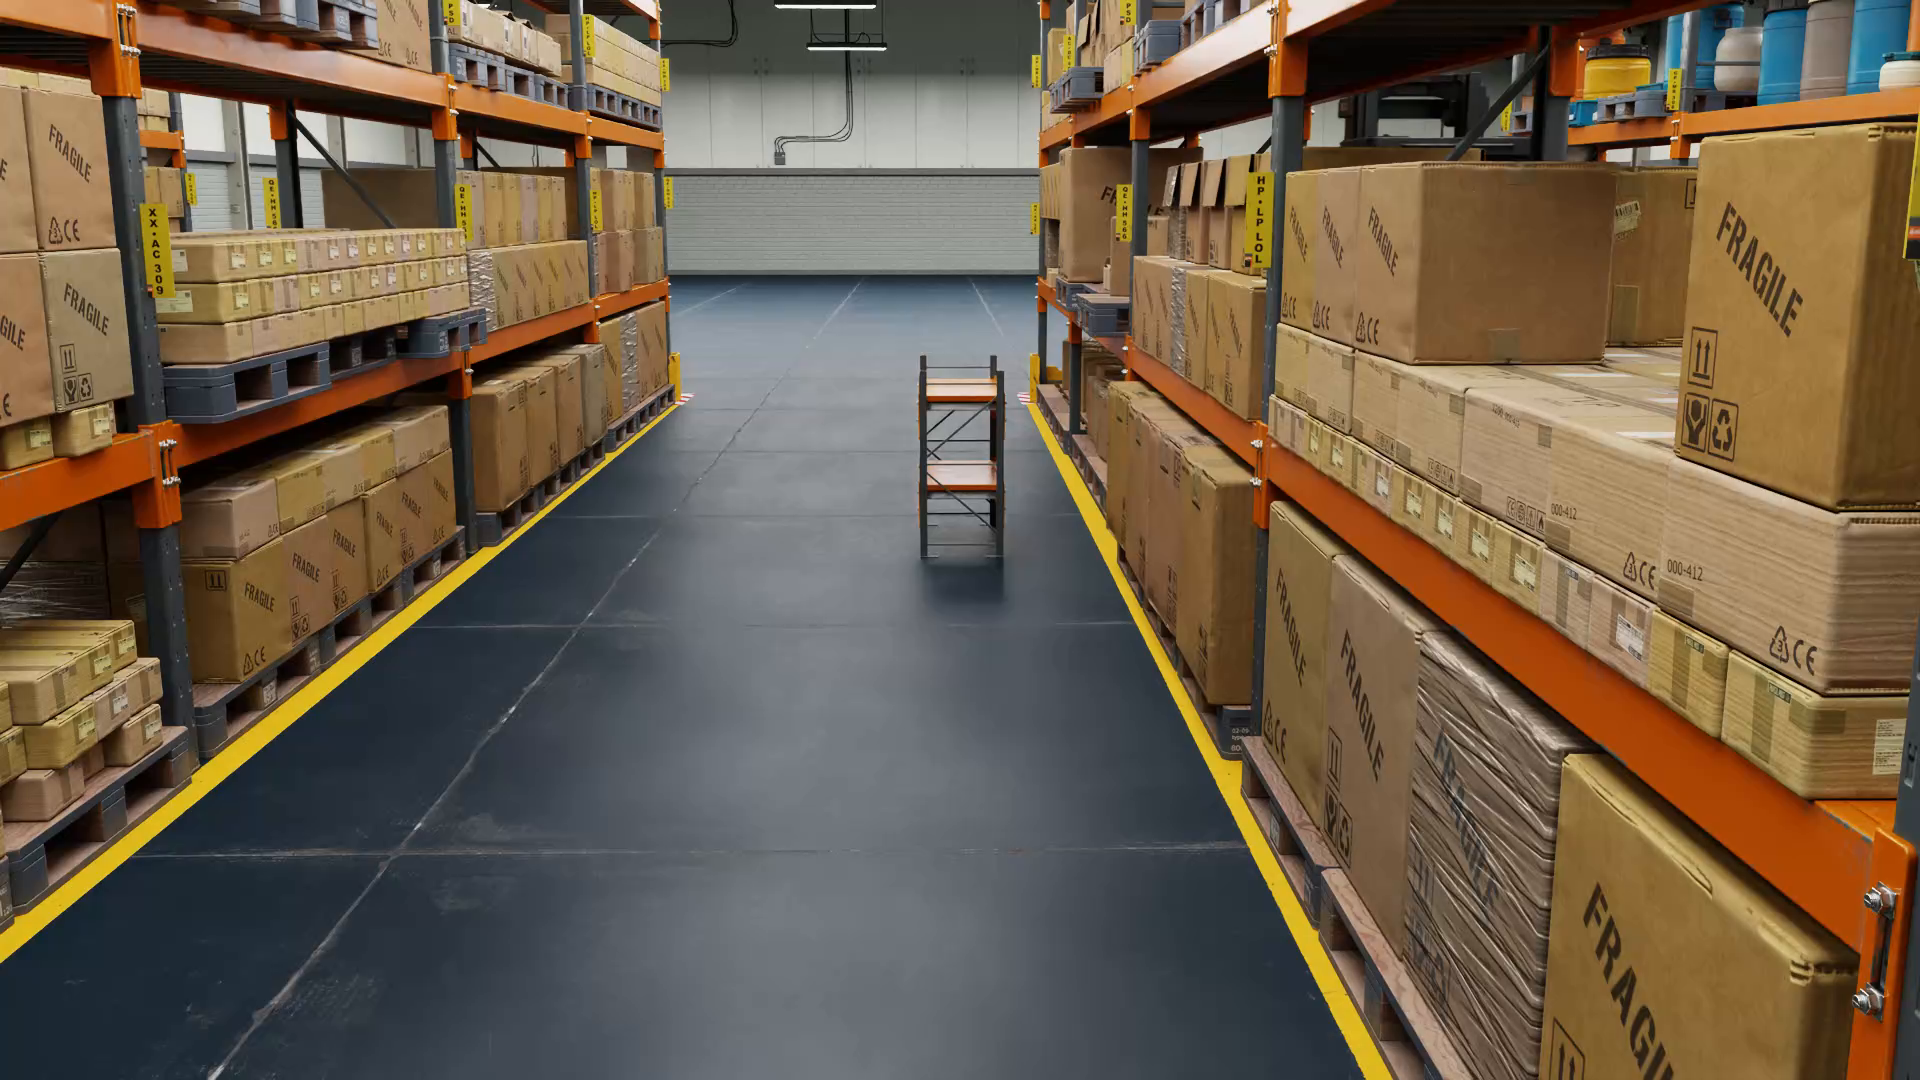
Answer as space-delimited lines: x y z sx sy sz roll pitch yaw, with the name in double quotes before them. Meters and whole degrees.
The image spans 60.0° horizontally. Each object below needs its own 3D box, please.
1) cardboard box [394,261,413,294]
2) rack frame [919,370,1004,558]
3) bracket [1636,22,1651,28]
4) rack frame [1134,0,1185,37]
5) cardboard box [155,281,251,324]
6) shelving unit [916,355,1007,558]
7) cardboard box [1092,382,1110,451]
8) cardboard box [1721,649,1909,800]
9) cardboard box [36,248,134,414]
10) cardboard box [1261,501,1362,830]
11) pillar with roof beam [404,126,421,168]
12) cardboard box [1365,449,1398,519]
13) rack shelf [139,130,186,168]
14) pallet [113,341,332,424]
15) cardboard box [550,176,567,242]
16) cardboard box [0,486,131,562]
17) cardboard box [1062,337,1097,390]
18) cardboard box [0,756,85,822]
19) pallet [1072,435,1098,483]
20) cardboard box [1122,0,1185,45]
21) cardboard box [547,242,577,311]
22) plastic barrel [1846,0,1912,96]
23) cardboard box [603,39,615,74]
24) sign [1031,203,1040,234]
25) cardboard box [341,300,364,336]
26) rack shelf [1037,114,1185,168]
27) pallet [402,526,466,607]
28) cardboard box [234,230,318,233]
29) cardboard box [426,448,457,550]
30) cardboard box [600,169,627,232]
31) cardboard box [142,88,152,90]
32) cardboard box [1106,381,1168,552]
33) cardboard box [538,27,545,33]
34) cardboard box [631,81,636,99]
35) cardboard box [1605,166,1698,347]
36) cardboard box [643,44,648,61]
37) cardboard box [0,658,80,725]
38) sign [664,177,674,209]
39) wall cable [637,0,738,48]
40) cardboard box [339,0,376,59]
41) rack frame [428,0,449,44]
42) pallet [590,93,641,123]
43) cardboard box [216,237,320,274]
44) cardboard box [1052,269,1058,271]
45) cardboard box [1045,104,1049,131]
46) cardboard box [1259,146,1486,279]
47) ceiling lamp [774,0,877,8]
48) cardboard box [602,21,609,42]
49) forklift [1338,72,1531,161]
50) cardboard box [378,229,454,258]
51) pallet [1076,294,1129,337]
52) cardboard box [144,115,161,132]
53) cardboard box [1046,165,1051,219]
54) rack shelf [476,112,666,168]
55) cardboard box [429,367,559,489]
"cardboard box" -2.967 -1.313 8.313 0.380 0.149 0.250 0 11 -2
"rack frame" 0.011 -0.449 9.943 0.500 1.125 0.032 0 11 -1
"bracket" 16.235 -12.292 39.463 0.235 0.232 0.430 0 11 -1
"rack frame" 1.506 -4.326 9.248 1.000 3.000 0.127 0 11 -1
"cardboard box" -2.920 -0.899 6.272 0.380 0.149 0.250 0 11 0
"shelving unit" 0.000 -0.550 10.441 0.538 1.125 1.048 0 11 -1
"cardboard box" 1.406 -0.954 12.898 0.700 0.500 0.500 0 11 -2
"cardboard box" 1.335 0.258 2.373 0.380 0.149 0.250 0 11 0
"cardboard box" -3.080 -0.690 5.416 0.500 0.500 0.500 0 11 -1
"cardboard box" 1.523 0.377 5.446 0.875 0.875 0.875 0 11 -1
"pillar with roof beam" -10.732 -11.693 45.563 9.100 9.000 0.548 0 11 -1
"cardboard box" 1.290 -0.149 4.383 0.380 0.149 0.250 0 11 0
"rack shelf" -8.526 -3.655 15.296 1.077 0.370 4.000 0 11 -1
"pallet" -3.242 -0.649 6.694 1.003 0.211 1.213 0 11 -1
"cardboard box" -3.521 -2.621 13.166 0.700 0.500 0.500 0 11 -2
"cardboard box" -3.640 -0.085 6.780 0.500 0.250 0.500 -1 11 -3
"cardboard box" 1.337 -1.832 17.277 0.500 0.500 0.500 2 12 9
"cardboard box" -3.032 0.782 5.274 0.380 0.149 0.250 -1 11 -3
"pallet" 1.441 -0.659 13.278 1.003 0.211 1.213 0 11 -1
"cardboard box" 1.246 -3.243 9.949 0.500 0.500 0.500 0 11 0
"cardboard box" -3.249 -2.026 12.751 0.500 0.500 0.500 0 11 -2
"plastic barrel" 6.630 -3.556 11.740 0.600 0.901 0.708 0 11 -1
"cardboard box" -3.280 -4.176 14.377 0.500 0.250 0.500 0 11 -2
"sign" 0.798 -3.398 17.586 0.100 0.325 0.005 0 11 -1
"cardboard box" -2.953 -1.013 7.581 0.380 0.149 0.250 0 11 -2
"rack shelf" 1.382 -3.696 15.496 1.077 0.370 4.000 0 11 -1
"pallet" -3.440 0.137 9.354 1.003 0.211 1.213 0 11 -1
"cardboard box" -3.630 -1.565 8.806 0.380 0.149 0.250 0 11 -1
"cardboard box" -3.180 -0.236 9.410 0.500 0.500 0.500 0 11 -1
"cardboard box" -3.512 -3.073 15.070 0.875 0.550 0.550 0 11 -1
"cardboard box" -8.298 -4.555 16.551 0.380 0.149 0.250 0 11 0
"cardboard box" 1.500 -0.413 9.337 1.225 0.875 0.875 -1 11 -4
"cardboard box" -3.886 -4.446 14.702 0.380 0.149 0.250 0 11 -1
"cardboard box" -3.243 -4.209 15.543 0.380 0.149 0.250 0 11 0
"cardboard box" 1.872 -0.840 4.900 0.500 0.500 0.500 0 11 -1
"cardboard box" -3.258 -4.750 16.204 0.380 0.149 0.250 0 11 0
"cardboard box" -3.047 0.479 5.269 0.380 0.149 0.250 0 11 -2
"sign" -3.077 -3.658 17.540 0.100 0.325 0.005 0 11 -1
"wall cable" -7.976 -15.473 47.861 3.097 2.526 0.112 0 11 -1
"cardboard box" -3.159 -2.593 8.001 0.500 0.500 0.500 0 11 -1
"rack frame" -3.455 -4.325 9.246 1.000 3.000 0.127 0 11 -1
"pallet" -3.566 -4.012 15.467 1.003 0.211 1.213 0 11 -1
"cardboard box" -2.938 -1.201 7.012 0.380 0.149 0.250 0 11 -2
"cardboard box" 1.109 -2.596 16.443 0.380 0.149 0.250 0 11 -1
"cardboard box" 1.109 -4.173 16.417 0.500 0.250 0.500 0 11 -2
"cardboard box" 1.567 -1.258 6.441 0.797 0.503 0.637 -1 11 -3
"ceiling lamp" -2.631 -12.007 32.429 2.000 3.185 0.800 0 11 -1
"cardboard box" -3.217 -4.348 14.219 0.380 0.149 0.250 0 11 -2
"forklift" 3.036 -1.549 10.823 1.130 2.935 3.031 0 11 -1
"cardboard box" -2.983 -1.614 9.050 0.380 0.149 0.250 0 11 -2
"pallet" 1.385 -1.433 10.559 1.213 0.211 1.003 0 11 -1
"cardboard box" -8.242 -4.163 16.622 0.380 0.149 0.250 0 11 -1
"cardboard box" 1.095 -3.351 16.019 0.500 0.500 0.500 0 11 -1
"rack shelf" -3.579 -3.695 15.495 1.077 0.370 4.000 0 11 -1
"cardboard box" -3.399 -0.784 11.480 1.050 0.750 0.750 0 11 0
